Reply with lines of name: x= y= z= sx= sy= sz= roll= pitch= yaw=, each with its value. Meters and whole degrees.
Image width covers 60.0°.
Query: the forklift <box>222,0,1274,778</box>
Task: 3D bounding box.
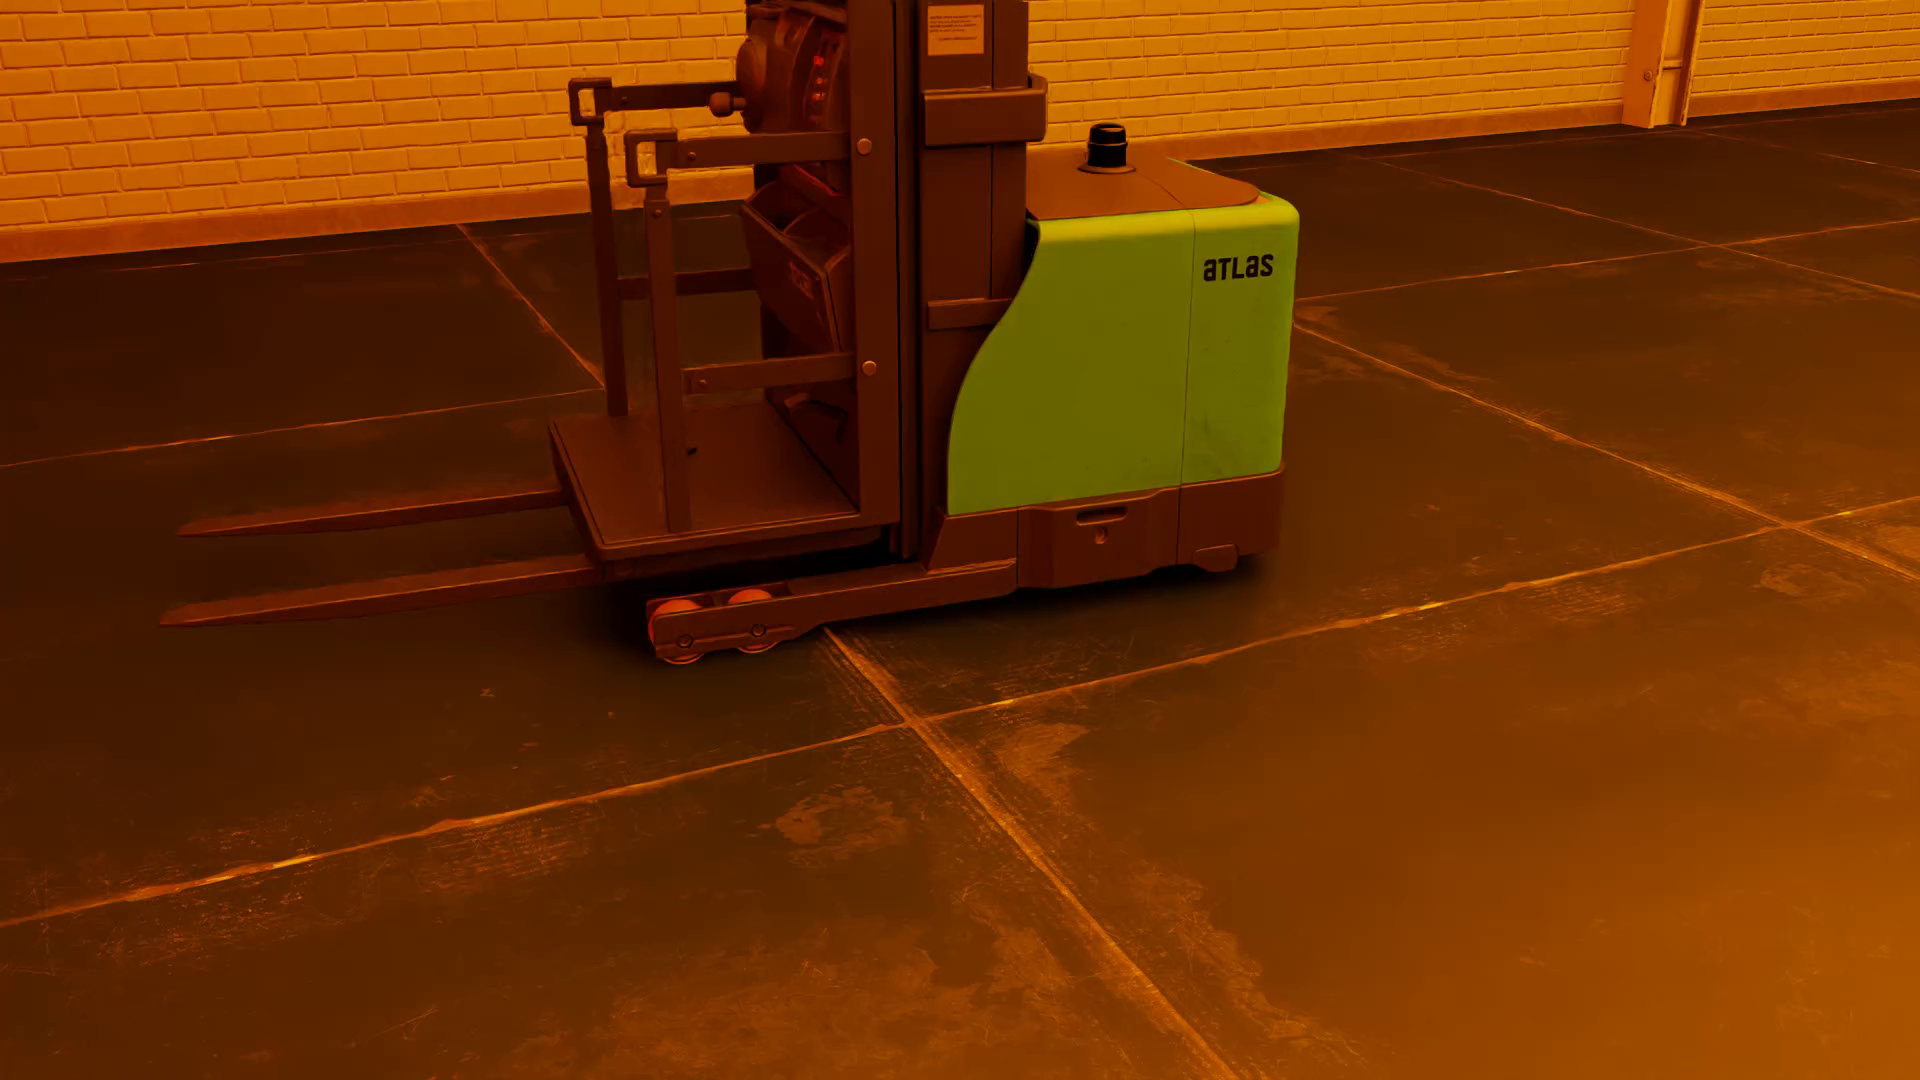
forklift: x=-0.413 y=-1.182 z=4.131 sx=1.130 sy=2.935 sz=3.031 roll=19 pitch=29 yaw=39
